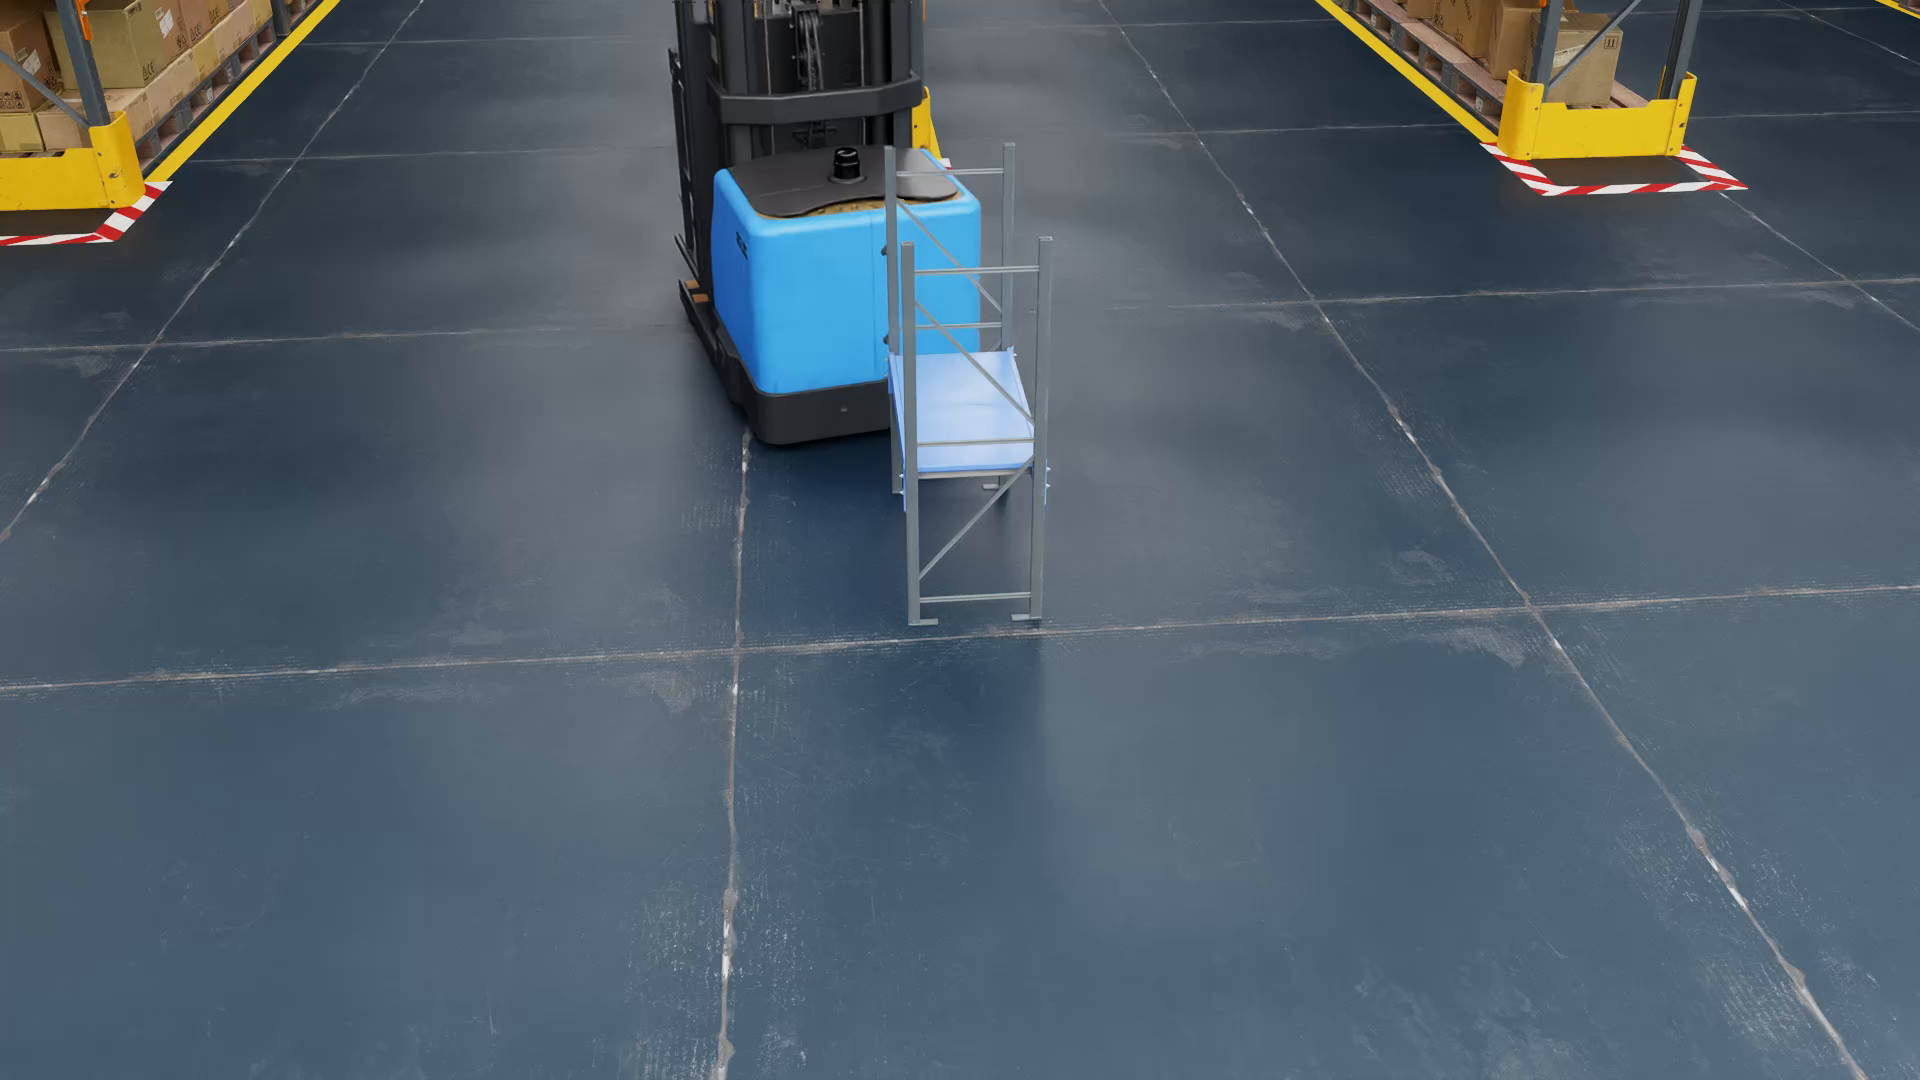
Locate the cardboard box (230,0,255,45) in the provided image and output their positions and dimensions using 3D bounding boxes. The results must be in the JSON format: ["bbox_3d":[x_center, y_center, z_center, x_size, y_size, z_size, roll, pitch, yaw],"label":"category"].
[{"bbox_3d":[-5.735,-3.947,12.705,0.500,0.250,0.500,-3,31,-5],"label":"cardboard box"}]

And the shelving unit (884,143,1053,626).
[{"bbox_3d":[0.008,-0.600,6.292,0.538,1.500,1.048,-3,31,-5],"label":"shelving unit"}]

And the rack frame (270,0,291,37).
[{"bbox_3d":[-6.032,-5.429,12.915,1.000,3.000,0.127,-3,31,-5],"label":"rack frame"}]

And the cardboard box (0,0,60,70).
[{"bbox_3d":[-6.113,-3.478,11.189,0.500,0.500,0.500,-3,31,-5],"label":"cardboard box"}]

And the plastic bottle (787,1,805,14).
[{"bbox_3d":[-1.236,-3.959,12.680,0.152,0.276,0.135,-3,31,-5],"label":"plastic bottle"}]

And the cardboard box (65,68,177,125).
[{"bbox_3d":[-5.538,-2.927,10.996,0.500,0.250,0.500,-3,31,-5],"label":"cardboard box"}]

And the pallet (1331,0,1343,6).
[{"bbox_3d":[3.757,-5.102,15.087,1.003,0.211,1.213,-3,31,-5],"label":"pallet"}]

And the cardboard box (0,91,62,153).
[{"bbox_3d":[-6.003,-2.647,10.528,0.500,0.250,0.500,-3,31,-5],"label":"cardboard box"}]

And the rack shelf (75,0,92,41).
[{"bbox_3d":[-5.846,-4.100,11.390,1.077,0.370,4.000,-3,31,-5],"label":"rack shelf"}]

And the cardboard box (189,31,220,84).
[{"bbox_3d":[-5.626,-3.437,11.852,0.500,0.250,0.500,-3,31,-5],"label":"cardboard box"}]

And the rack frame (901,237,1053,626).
[{"bbox_3d":[0.055,-0.341,5.858,0.500,1.500,0.032,-3,31,-5],"label":"rack frame"}]

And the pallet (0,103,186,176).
[{"bbox_3d":[-5.772,-2.579,10.861,1.003,0.211,1.213,-3,31,-5],"label":"pallet"}]

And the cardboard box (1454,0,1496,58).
[{"bbox_3d":[4.033,-3.911,12.400,0.500,0.500,0.500,0,31,0],"label":"cardboard box"}]

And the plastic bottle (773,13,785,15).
[{"bbox_3d":[-1.344,-3.760,12.346,0.152,0.276,0.135,-4,31,-6],"label":"plastic bottle"}]

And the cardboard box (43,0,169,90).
[{"bbox_3d":[-5.536,-3.249,10.804,0.500,0.500,0.500,-3,31,-5],"label":"cardboard box"}]

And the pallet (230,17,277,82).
[{"bbox_3d":[-6.000,-3.824,12.947,1.003,0.211,1.213,-3,31,-5],"label":"pallet"}]

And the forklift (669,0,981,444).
[{"bbox_3d":[-0.841,-2.423,7.949,1.130,2.935,3.031,-10,32,-16],"label":"forklift"}]

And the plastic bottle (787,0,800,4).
[{"bbox_3d":[-1.304,-4.182,13.058,0.097,0.271,0.097,0,31,0],"label":"plastic bottle"}]

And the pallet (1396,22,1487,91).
[{"bbox_3d":[4.046,-3.740,12.805,1.003,0.211,1.213,-3,31,-5],"label":"pallet"}]

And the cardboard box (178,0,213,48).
[{"bbox_3d":[-5.625,-3.759,11.659,0.500,0.500,0.500,-3,31,-5],"label":"cardboard box"}]

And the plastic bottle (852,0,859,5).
[{"bbox_3d":[-0.805,-4.092,12.895,0.061,0.283,0.133,-3,31,-5],"label":"plastic bottle"}]

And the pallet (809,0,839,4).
[{"bbox_3d":[-1.212,-4.867,14.692,1.003,0.211,1.213,-3,31,-5],"label":"pallet"}]

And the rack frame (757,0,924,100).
[{"bbox_3d":[-0.727,-3.623,9.890,1.000,3.000,0.127,-3,31,-5],"label":"rack frame"}]

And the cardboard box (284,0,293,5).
[{"bbox_3d":[-5.823,-4.647,13.877,0.500,0.250,0.500,-3,31,-6],"label":"cardboard box"}]

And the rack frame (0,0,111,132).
[{"bbox_3d":[-5.659,-3.387,9.496,1.000,3.000,0.127,-3,31,-5],"label":"rack frame"}]

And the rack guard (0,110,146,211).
[{"bbox_3d":[-5.656,-2.302,10.116,1.175,0.500,0.348,-3,31,-5],"label":"rack guard"}]

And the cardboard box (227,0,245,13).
[{"bbox_3d":[-5.736,-4.269,12.513,0.500,0.500,0.500,-3,31,-5],"label":"cardboard box"}]

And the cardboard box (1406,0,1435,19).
[{"bbox_3d":[3.890,-4.511,13.405,0.500,0.500,0.500,7,32,11],"label":"cardboard box"}]

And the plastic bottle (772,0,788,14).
[{"bbox_3d":[-1.381,-3.971,12.627,0.144,0.351,0.185,-3,31,-5],"label":"plastic bottle"}]

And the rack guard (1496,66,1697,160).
[{"bbox_3d":[4.198,-2.826,10.993,1.175,0.500,0.348,-3,31,-5],"label":"rack guard"}]

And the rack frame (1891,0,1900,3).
[{"bbox_3d":[8.779,-6.088,14.018,1.000,3.000,0.127,-3,31,-5],"label":"rack frame"}]

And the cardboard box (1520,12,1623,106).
[{"bbox_3d":[4.163,-3.287,11.356,0.500,0.500,0.500,3,31,5],"label":"cardboard box"}]
